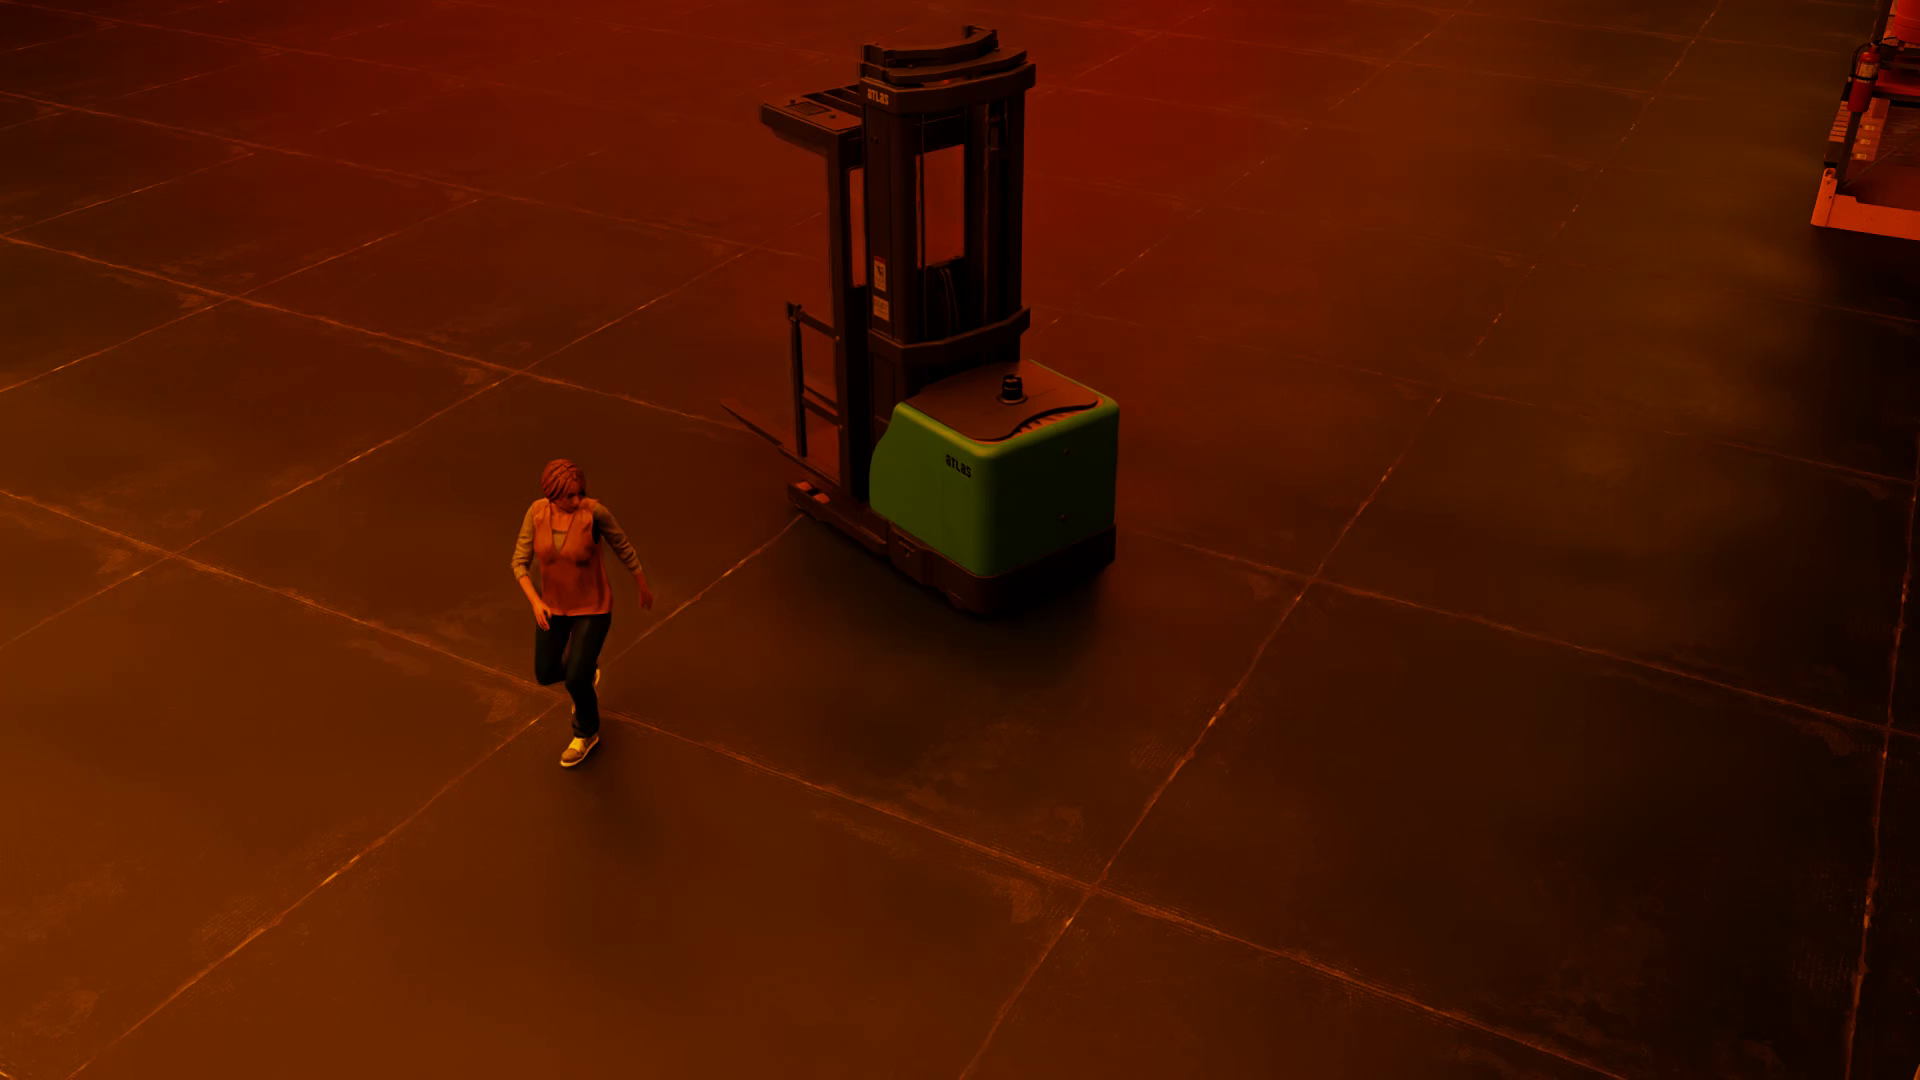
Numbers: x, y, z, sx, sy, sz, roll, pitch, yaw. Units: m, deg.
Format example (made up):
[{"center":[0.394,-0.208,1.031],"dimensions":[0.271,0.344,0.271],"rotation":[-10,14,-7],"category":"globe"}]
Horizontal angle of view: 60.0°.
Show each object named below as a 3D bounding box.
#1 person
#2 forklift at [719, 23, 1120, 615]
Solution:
[{"center":[-1.808,0.328,7.909],"dimensions":[0.563,1.540,0.579],"rotation":[9,31,15],"category":"person"},{"center":[-0.414,-1.527,9.716],"dimensions":[1.130,2.935,3.031],"rotation":[-22,37,-33],"category":"forklift"}]
